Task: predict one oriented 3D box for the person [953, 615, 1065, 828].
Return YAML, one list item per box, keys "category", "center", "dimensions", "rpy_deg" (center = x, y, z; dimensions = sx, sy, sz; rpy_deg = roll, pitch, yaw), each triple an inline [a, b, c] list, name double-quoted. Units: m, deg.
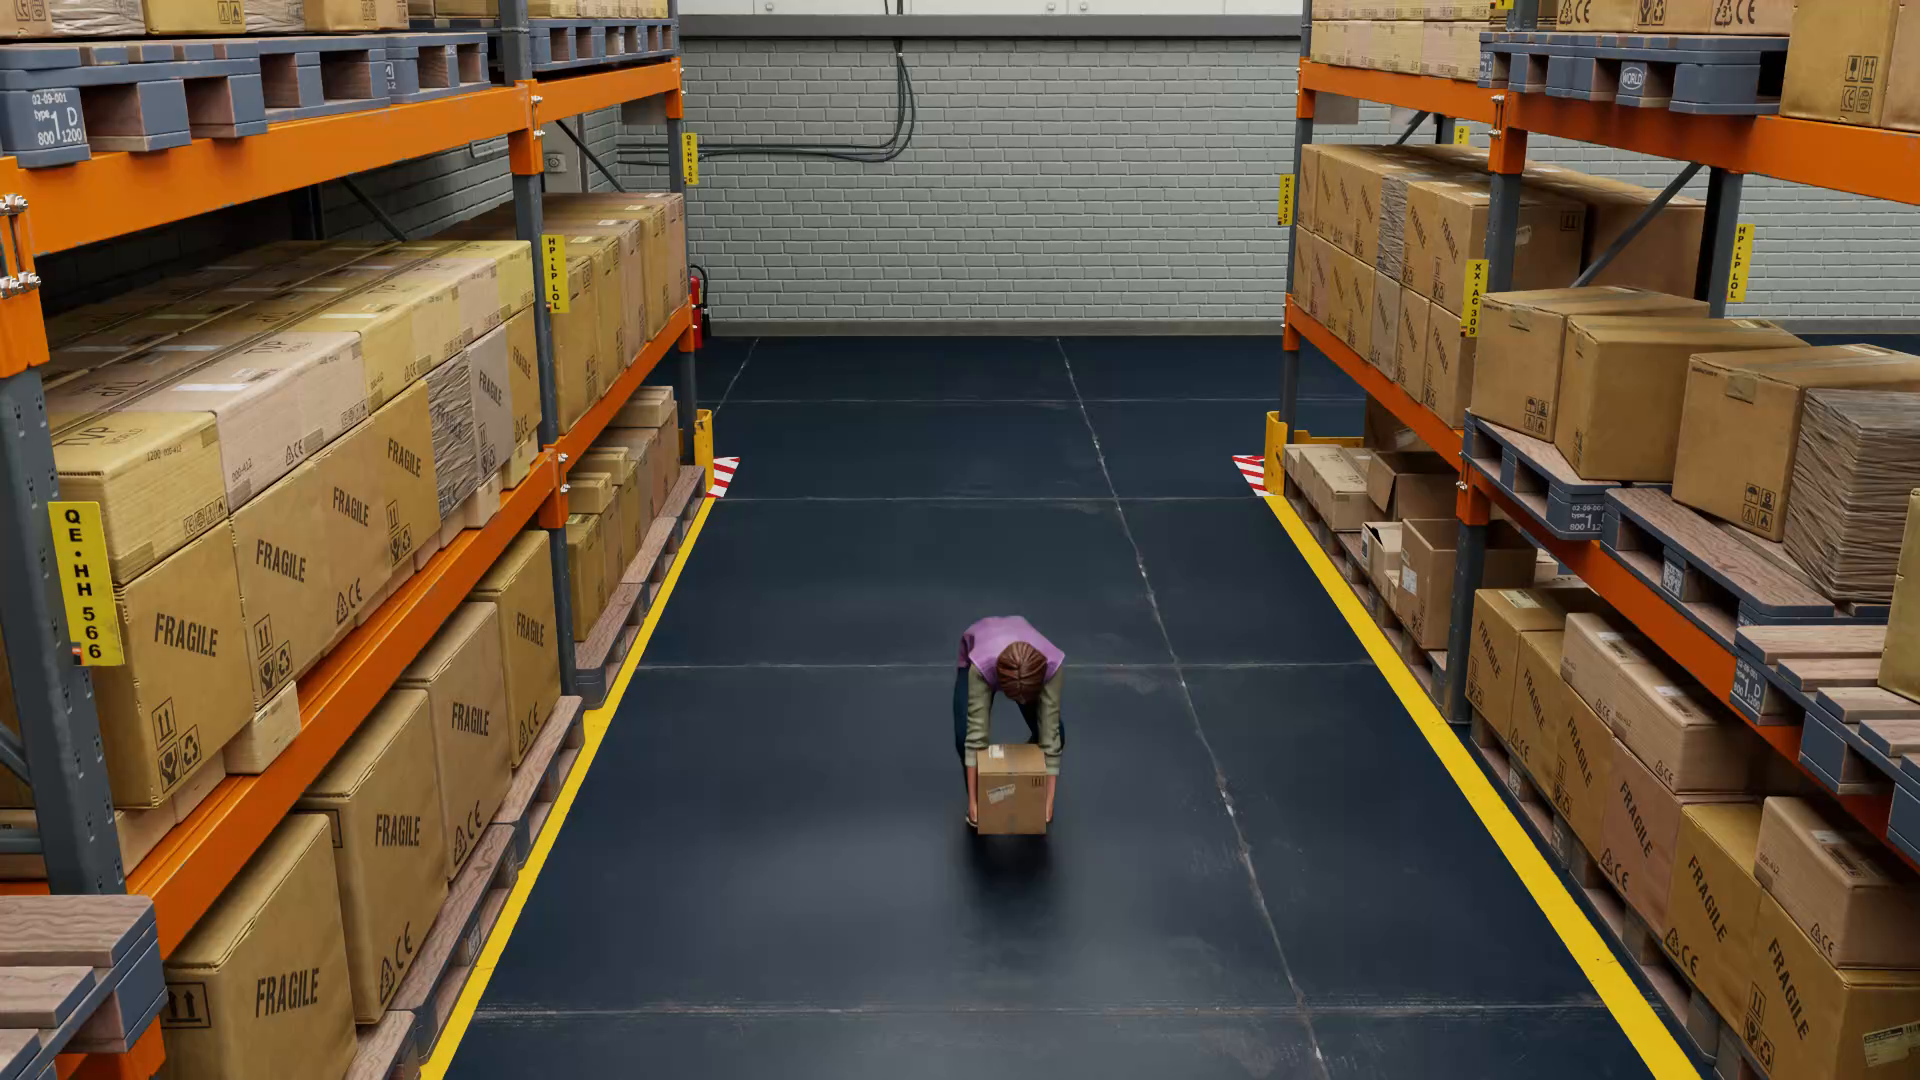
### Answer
- category: "person"
  center: [0.191, 0.715, 6.446]
  dimensions: [0.428, 0.904, 0.853]
  rpy_deg: [-1, 17, -3]
